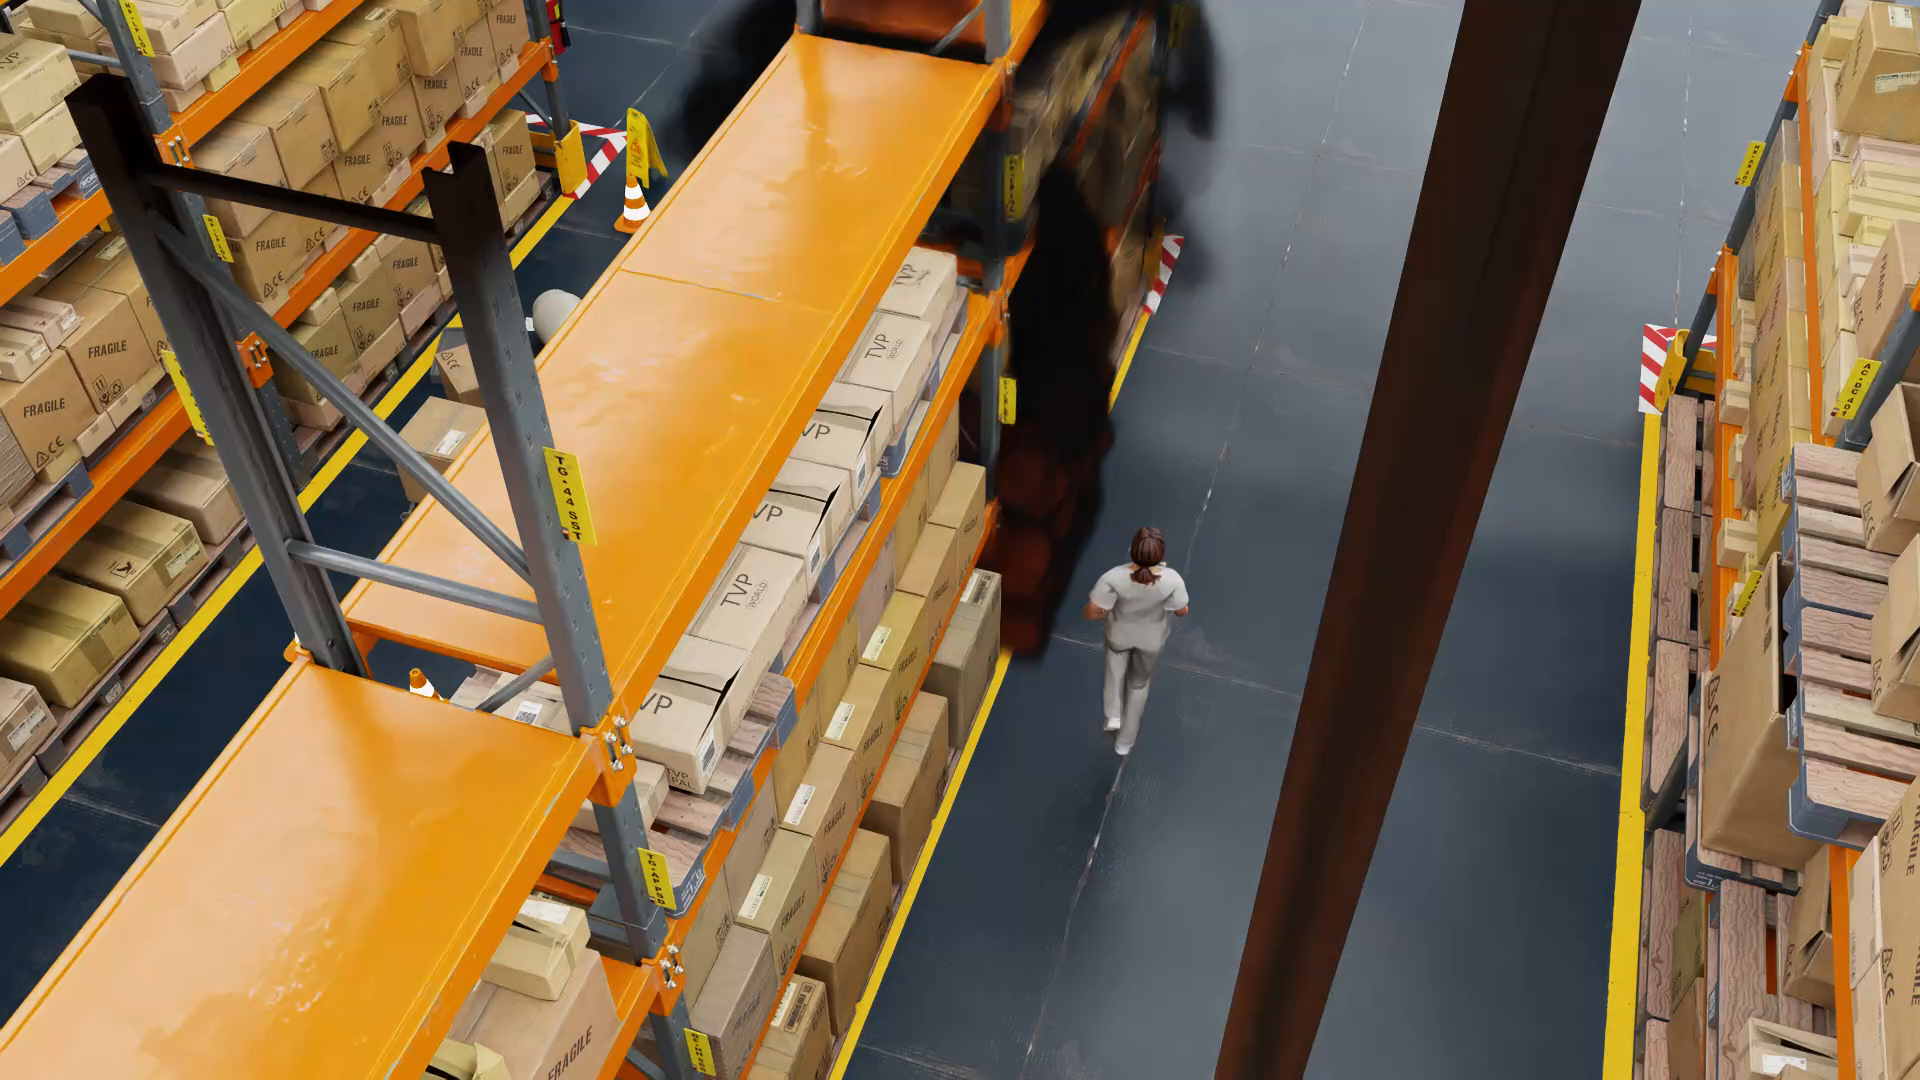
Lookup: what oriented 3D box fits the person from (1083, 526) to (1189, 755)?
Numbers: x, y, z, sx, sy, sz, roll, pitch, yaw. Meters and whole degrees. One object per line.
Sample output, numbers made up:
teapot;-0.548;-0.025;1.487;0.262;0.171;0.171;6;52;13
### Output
person;0.957;0.483;9.143;0.553;1.666;0.566;7;46;7
